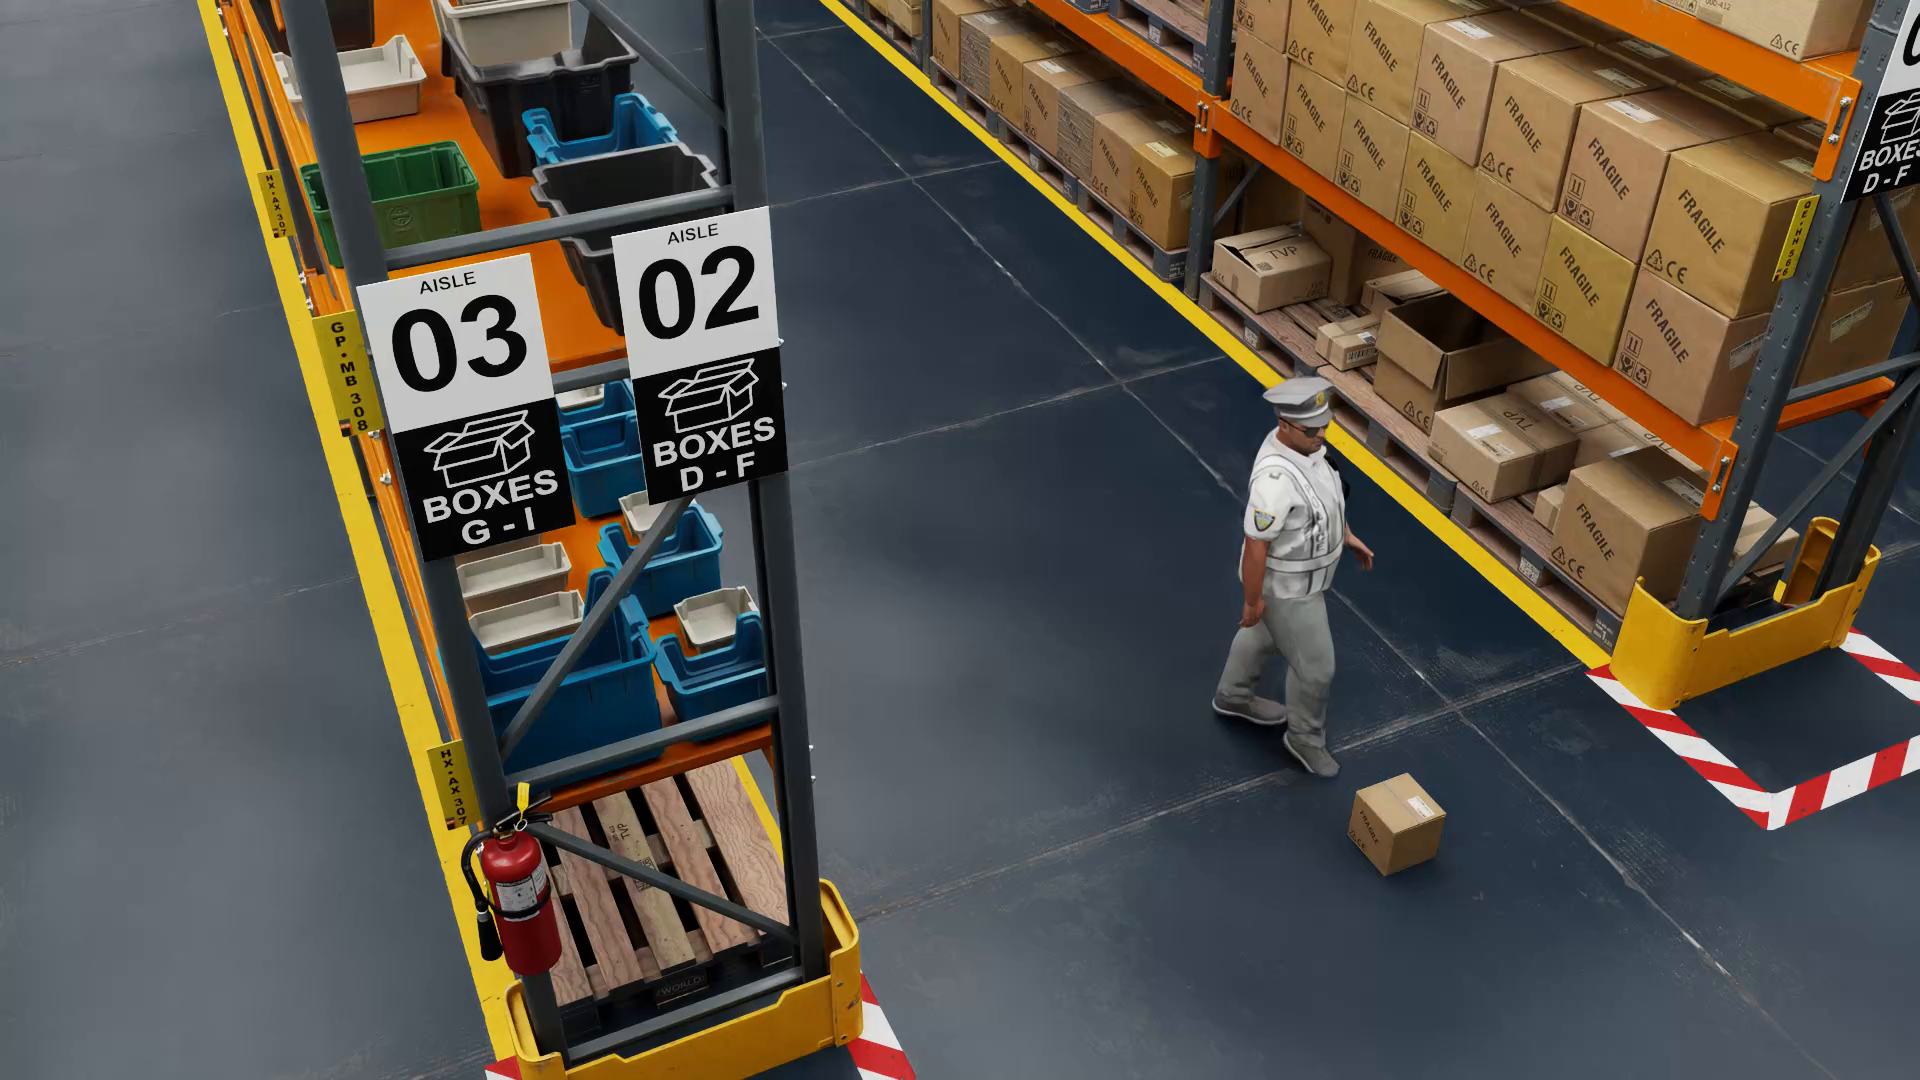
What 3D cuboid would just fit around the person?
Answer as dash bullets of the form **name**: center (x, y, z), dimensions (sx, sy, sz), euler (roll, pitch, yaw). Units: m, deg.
- **person**: center (1.381, 0.161, 6.672), dimensions (0.616, 1.850, 0.555), euler (10, 38, 13)
